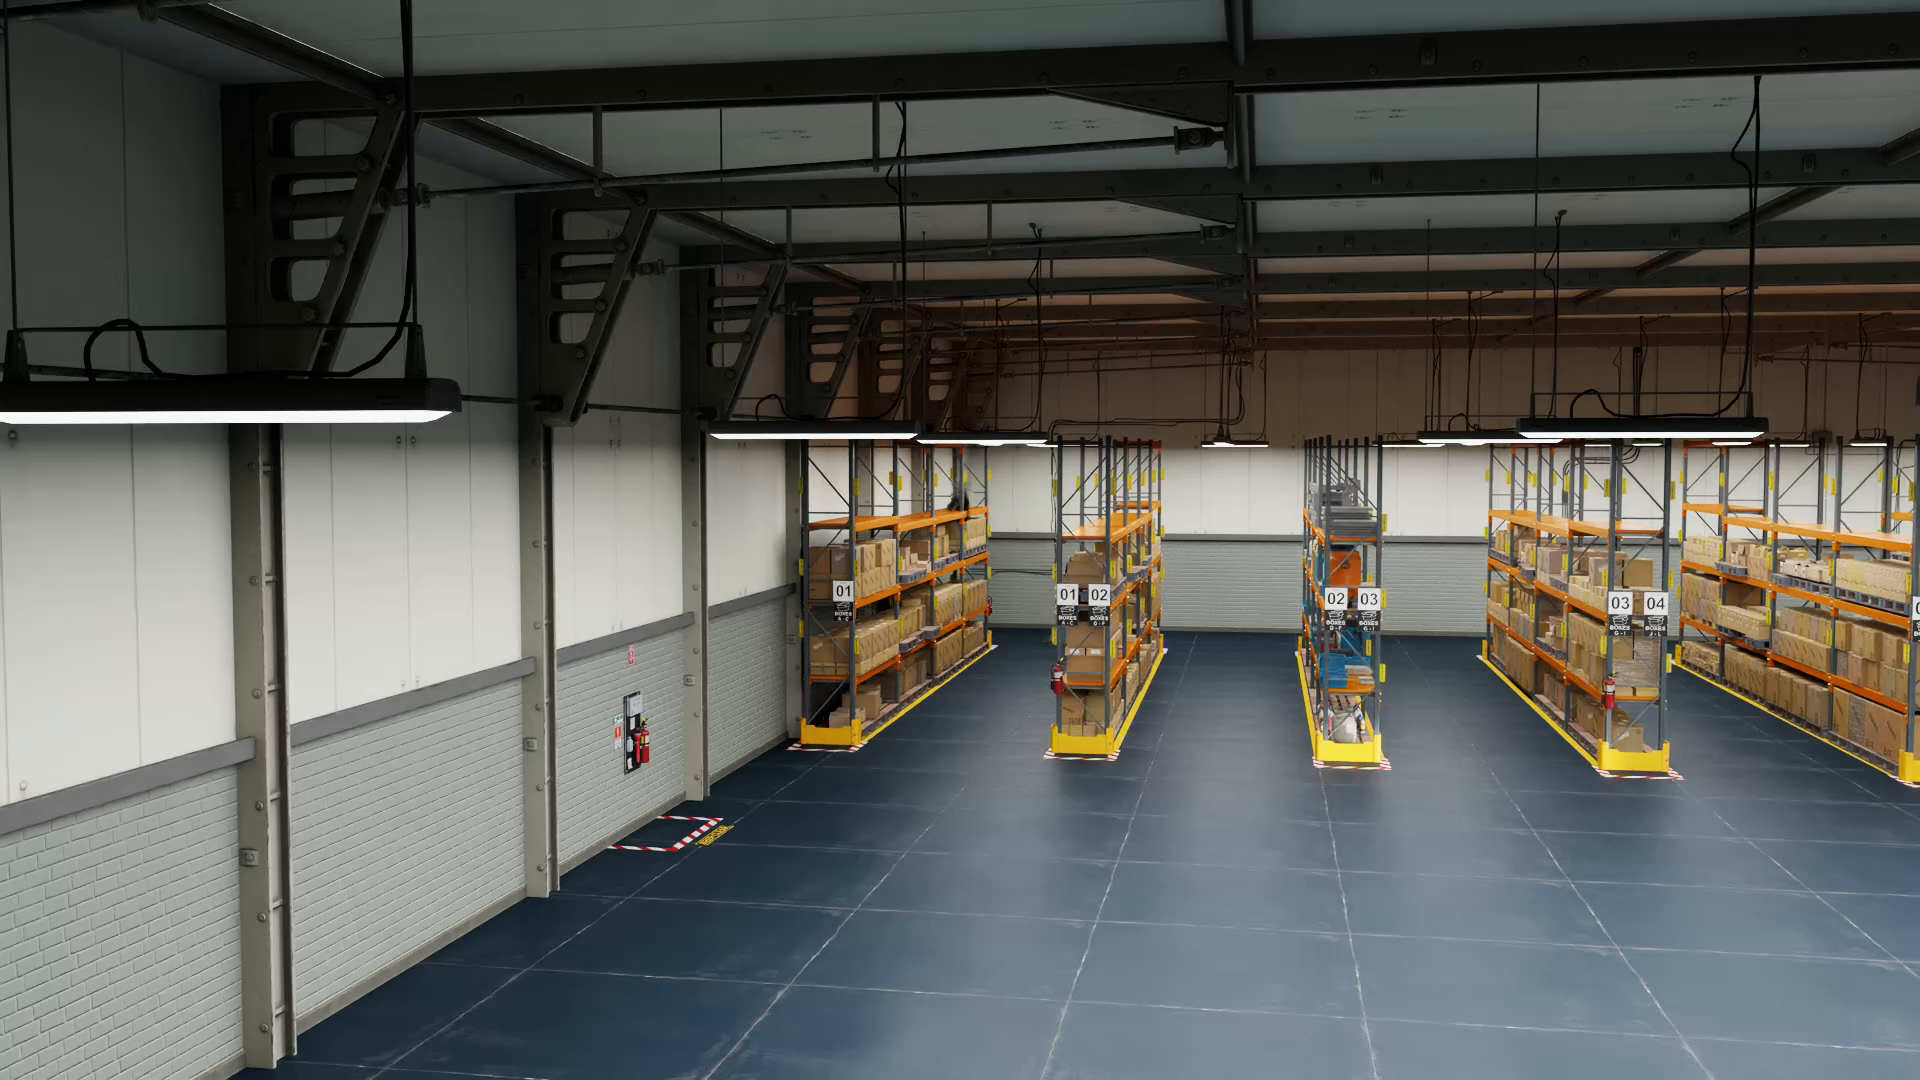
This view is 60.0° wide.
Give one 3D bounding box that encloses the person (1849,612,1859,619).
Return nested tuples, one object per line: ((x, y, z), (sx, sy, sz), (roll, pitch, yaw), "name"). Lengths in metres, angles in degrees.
((21.926, 2.606, 40.799), (0.722, 1.735, 0.938), (-2, 4, -29), "person")

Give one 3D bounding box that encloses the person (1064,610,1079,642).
((3.424, 2.223, 49.101), (0.514, 1.696, 0.742), (2, 3, 26), "person")
